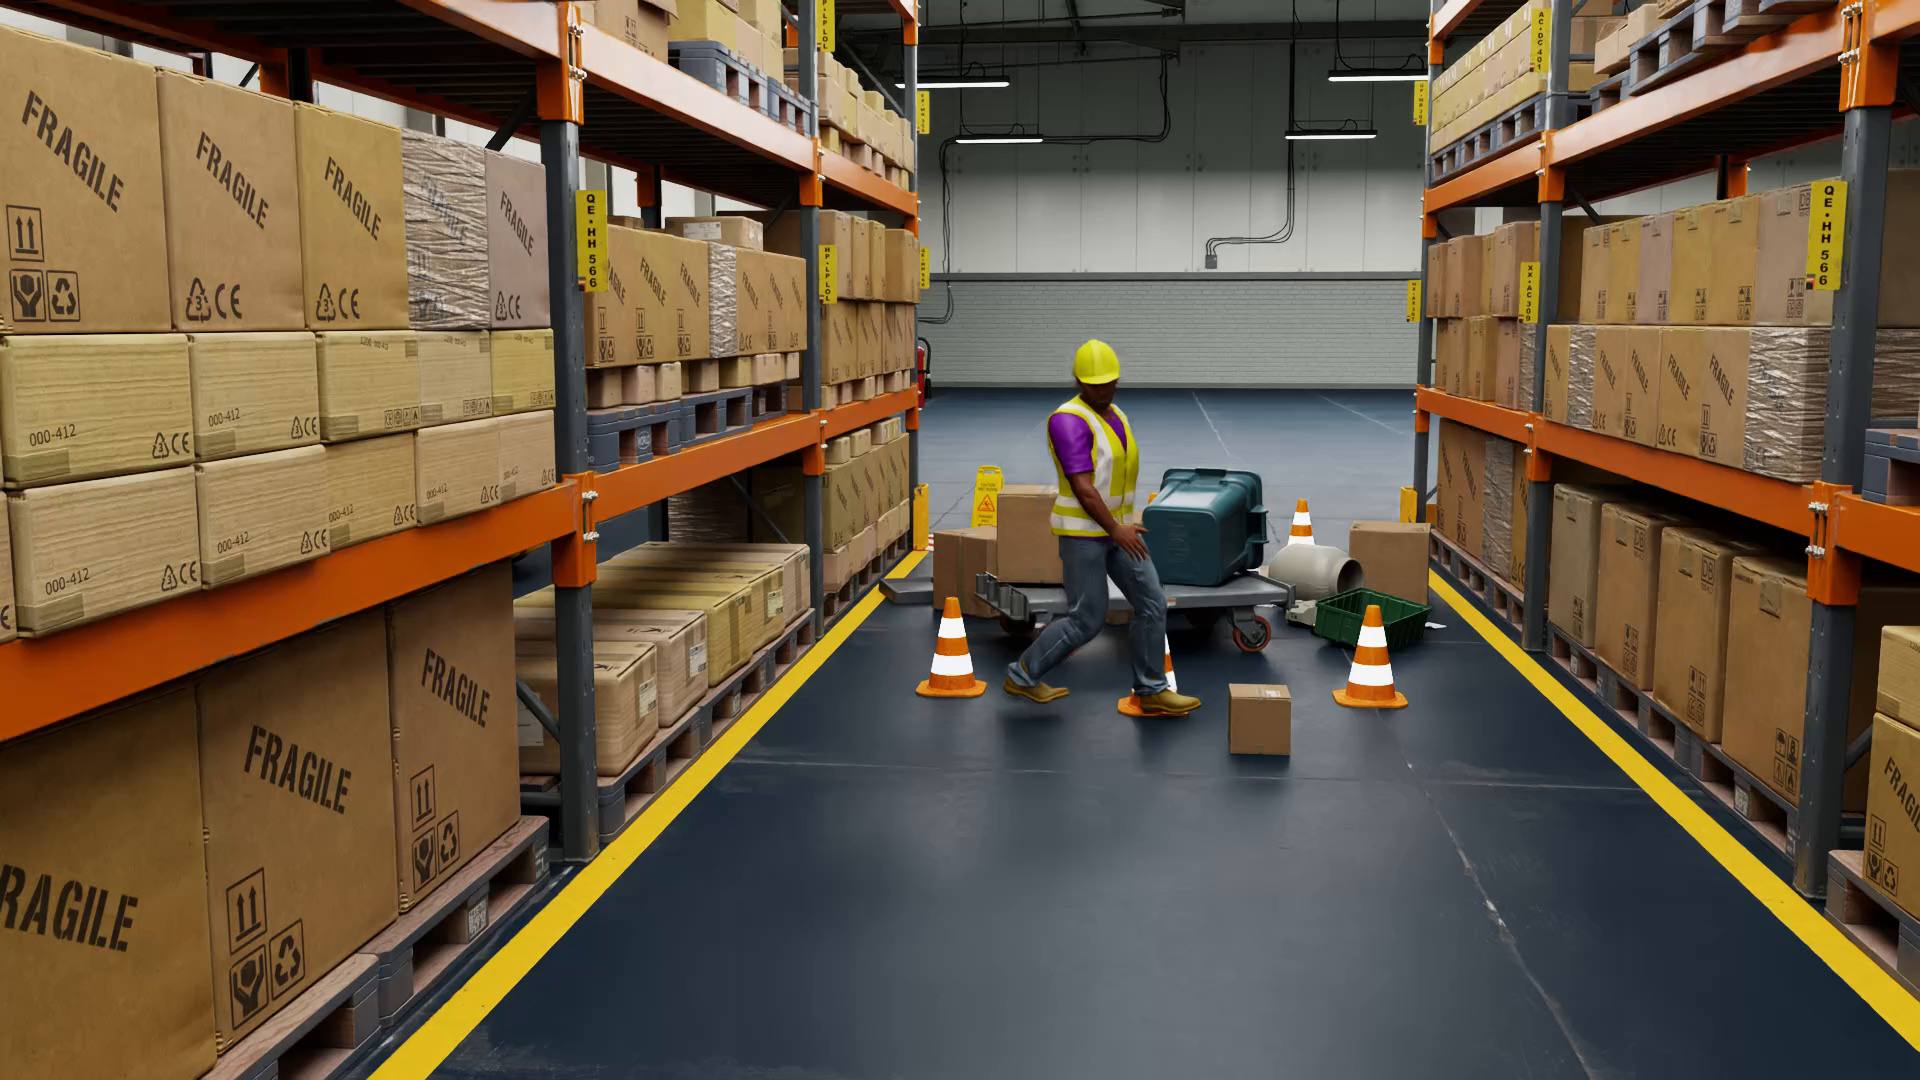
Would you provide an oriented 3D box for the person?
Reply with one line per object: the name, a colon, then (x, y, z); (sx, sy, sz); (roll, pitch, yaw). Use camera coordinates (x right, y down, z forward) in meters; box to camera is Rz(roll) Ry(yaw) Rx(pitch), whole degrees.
person: (0.627, -0.047, 7.518); (0.822, 1.711, 0.604); (5, 9, 35)
